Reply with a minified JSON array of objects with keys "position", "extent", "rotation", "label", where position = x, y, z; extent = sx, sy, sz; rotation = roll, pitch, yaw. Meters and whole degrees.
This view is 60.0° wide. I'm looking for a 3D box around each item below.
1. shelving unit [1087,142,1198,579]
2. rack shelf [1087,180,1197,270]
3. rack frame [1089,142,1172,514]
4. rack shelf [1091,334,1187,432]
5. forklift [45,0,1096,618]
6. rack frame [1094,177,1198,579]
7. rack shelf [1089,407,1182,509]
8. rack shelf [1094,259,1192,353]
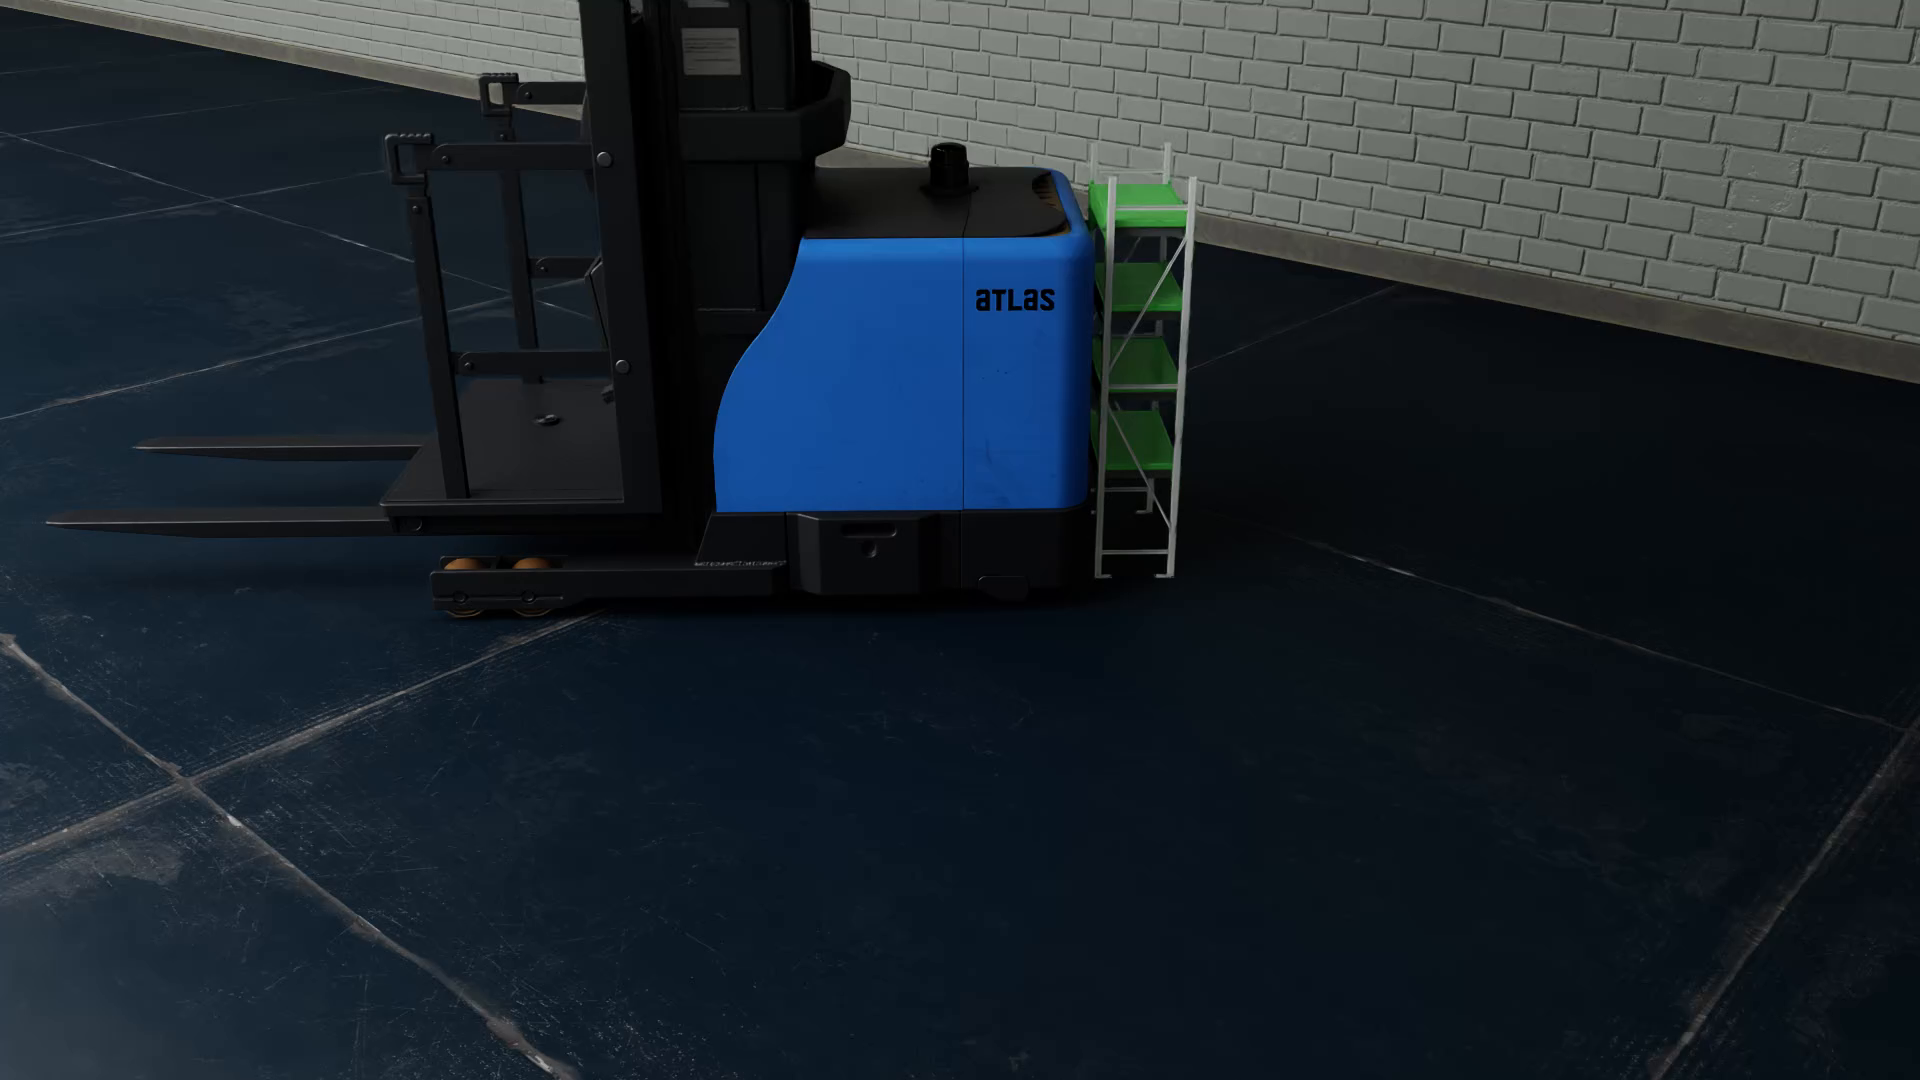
[{"position":[0.517,-0.536,4.978],"extent":[0.258,1.200,0.503],"rotation":[-1,24,-1],"label":"shelving unit"},{"position":[0.518,-0.915,4.808],"extent":[0.258,0.148,0.480],"rotation":[-1,24,-1],"label":"rack shelf"},{"position":[0.511,-0.636,5.200],"extent":[0.240,1.200,0.015],"rotation":[-1,24,-1],"label":"rack frame"},{"position":[0.517,-0.477,5.004],"extent":[0.258,0.148,0.480],"rotation":[-1,24,-1],"label":"rack shelf"},{"position":[-1.147,-1.335,4.644],"extent":[3.031,2.935,1.130],"rotation":[-1,24,-1],"label":"forklift"},{"position":[0.523,-0.436,4.755],"extent":[0.240,1.200,0.015],"rotation":[-1,24,-1],"label":"rack frame"},{"position":[0.517,-0.258,5.102],"extent":[0.258,0.148,0.480],"rotation":[-1,24,-1],"label":"rack shelf"},{"position":[0.517,-0.696,4.906],"extent":[0.258,0.148,0.480],"rotation":[-1,24,-1],"label":"rack shelf"}]
